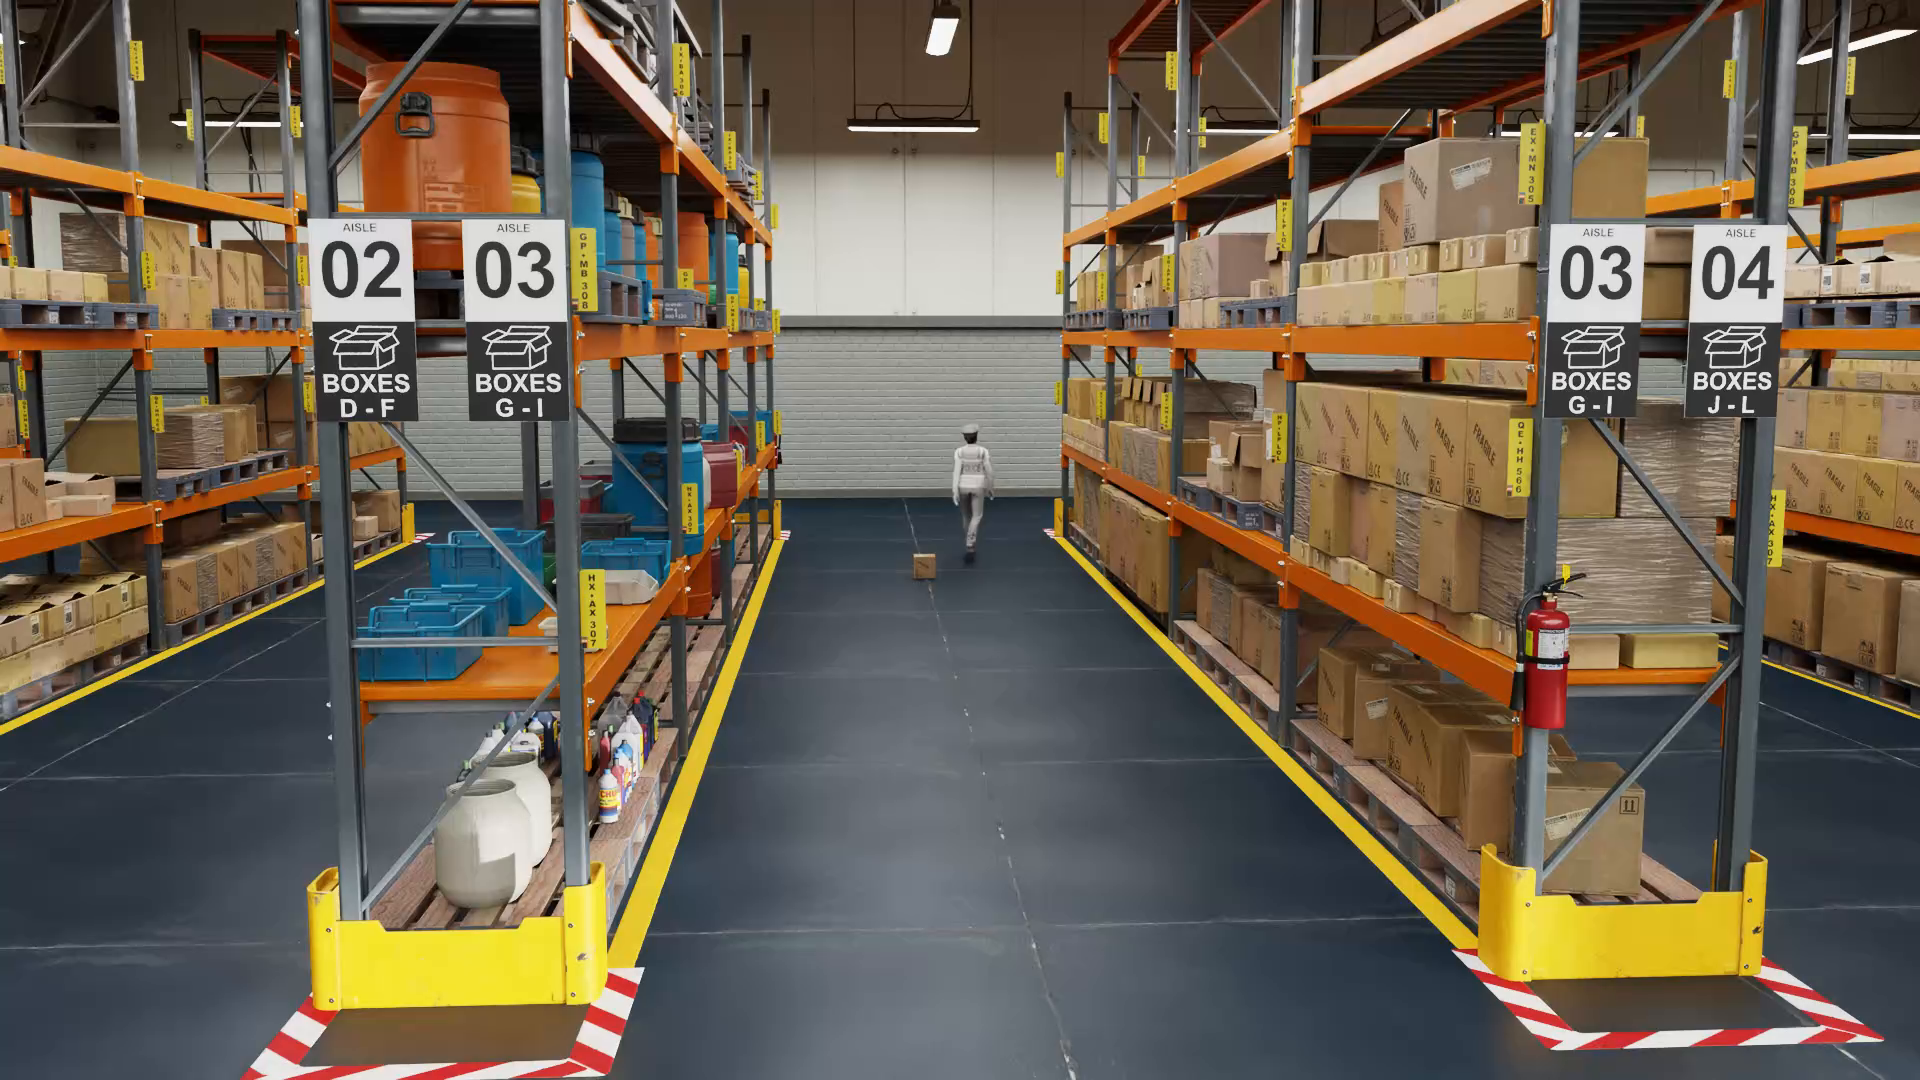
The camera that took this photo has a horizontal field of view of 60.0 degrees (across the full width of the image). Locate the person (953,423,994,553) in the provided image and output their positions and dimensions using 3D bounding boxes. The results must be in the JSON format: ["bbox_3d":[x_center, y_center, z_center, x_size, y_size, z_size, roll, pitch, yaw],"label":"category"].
[{"bbox_3d":[0.169,-0.642,20.856,0.501,1.639,0.988,1,7,8],"label":"person"}]
